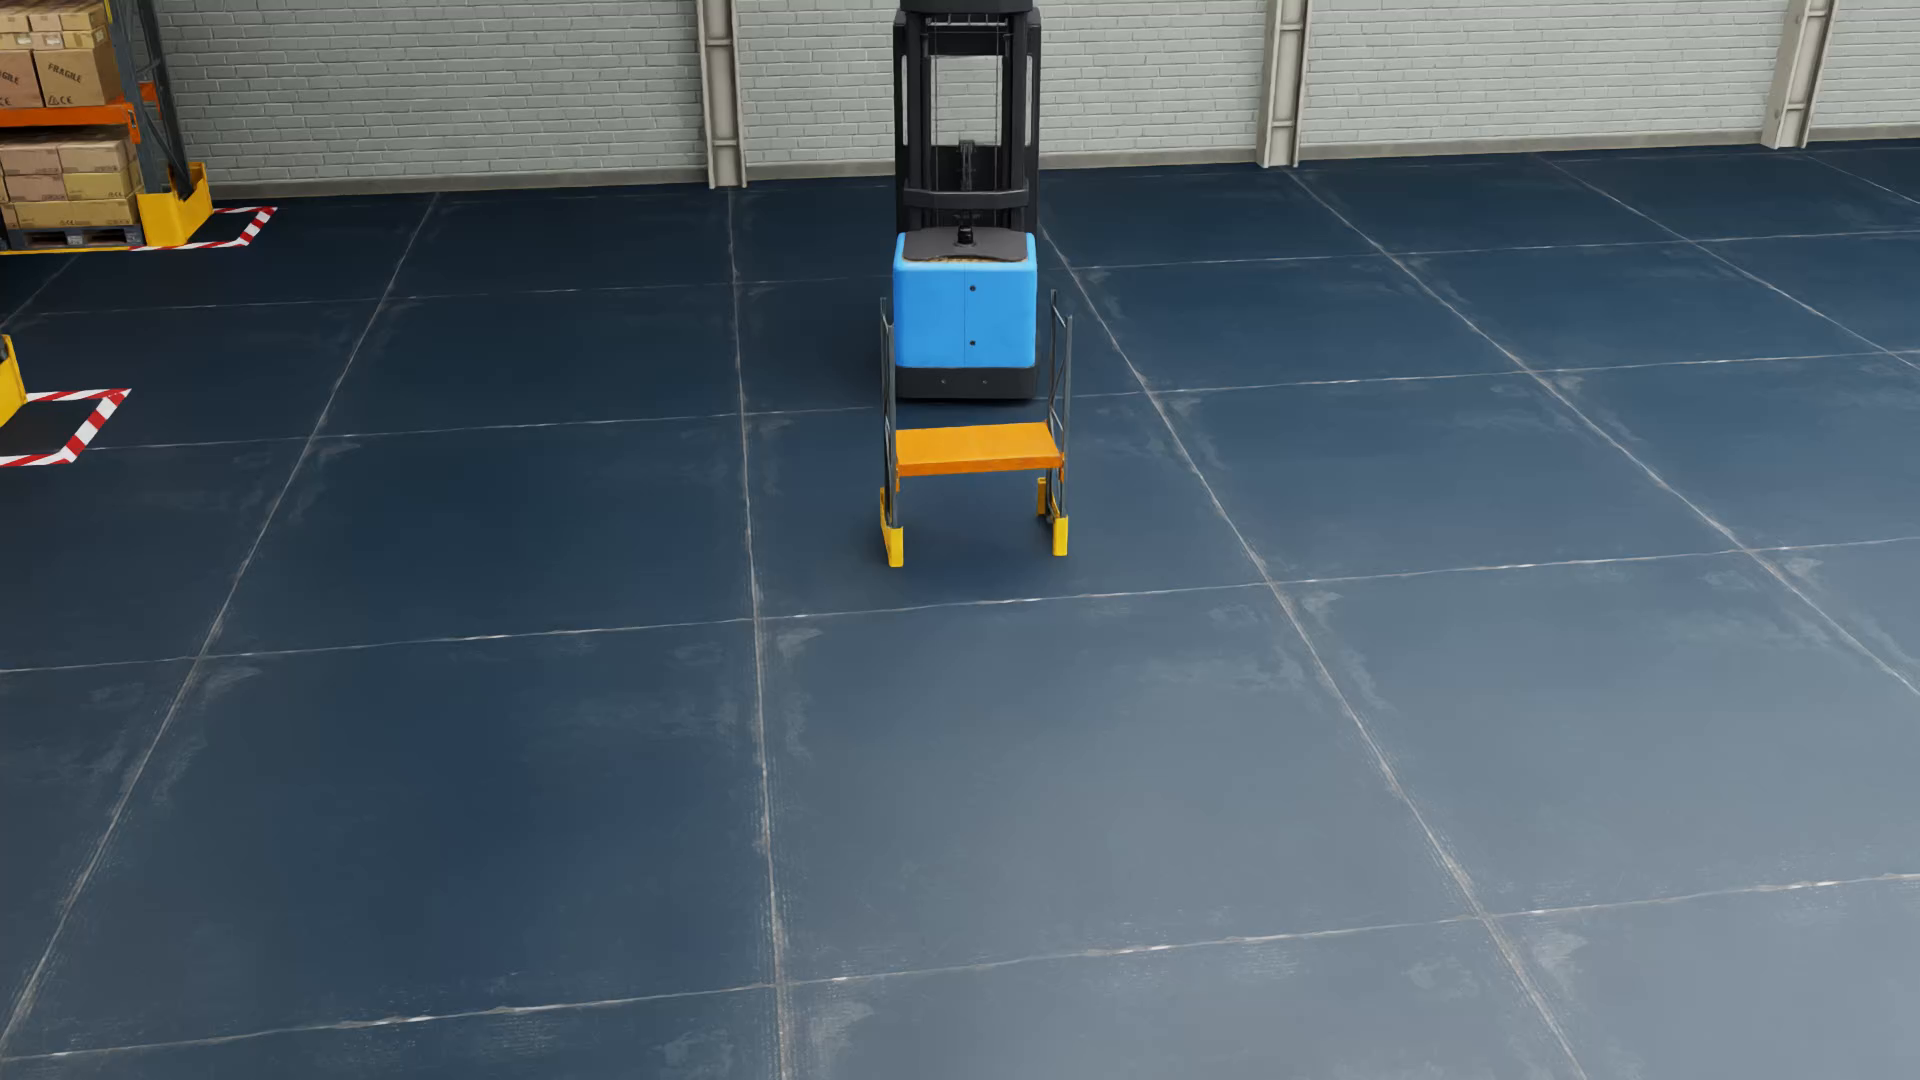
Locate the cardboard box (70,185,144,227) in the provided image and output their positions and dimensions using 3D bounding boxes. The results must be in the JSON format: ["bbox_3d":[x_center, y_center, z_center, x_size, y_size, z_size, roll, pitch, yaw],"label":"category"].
[{"bbox_3d":[-8.001,-3.145,15.646,0.500,0.250,0.500,-3,27,-7],"label":"cardboard box"}]

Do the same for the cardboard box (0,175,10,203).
[{"bbox_3d":[-9.025,-3.299,15.398,0.500,0.250,0.500,-4,27,-8],"label":"cardboard box"}]

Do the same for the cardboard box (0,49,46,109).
[{"bbox_3d":[-8.546,-4.220,15.080,0.500,0.500,0.500,-3,27,-5],"label":"cardboard box"}]

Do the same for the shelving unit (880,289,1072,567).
[{"bbox_3d":[0.075,-0.672,9.917,1.083,1.500,0.587,-4,27,-7],"label":"shelving unit"}]

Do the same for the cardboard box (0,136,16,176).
[{"bbox_3d":[-8.995,-3.521,15.283,0.500,0.250,0.500,-3,27,-6],"label":"cardboard box"}]

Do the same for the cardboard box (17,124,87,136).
[{"bbox_3d":[-8.576,-3.785,15.797,0.500,0.250,0.500,-4,27,-7],"label":"cardboard box"}]

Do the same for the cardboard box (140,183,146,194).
[{"bbox_3d":[-8.093,-3.375,16.094,0.500,0.250,0.500,-4,27,-7],"label":"cardboard box"}]

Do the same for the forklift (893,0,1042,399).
[{"bbox_3d":[0.056,-2.961,12.811,1.130,2.935,3.031,0,27,1],"label":"forklift"}]

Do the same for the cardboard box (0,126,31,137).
[{"bbox_3d":[-9.073,-3.758,15.744,0.500,0.250,0.500,-4,27,-7],"label":"cardboard box"}]

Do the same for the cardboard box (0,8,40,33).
[{"bbox_3d":[-8.400,-4.643,14.868,0.250,0.149,0.380,-3,27,-6],"label":"cardboard box"}]

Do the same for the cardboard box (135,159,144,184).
[{"bbox_3d":[-8.074,-3.605,15.993,0.500,0.250,0.500,-3,27,-6],"label":"cardboard box"}]

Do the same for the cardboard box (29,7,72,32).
[{"bbox_3d":[-8.145,-4.672,14.924,0.250,0.149,0.380,-4,27,-7],"label":"cardboard box"}]

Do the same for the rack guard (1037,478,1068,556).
[{"bbox_3d":[0.569,-0.148,10.264,0.087,0.250,0.587,-4,27,-7],"label":"rack guard"}]

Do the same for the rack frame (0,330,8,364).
[{"bbox_3d":[-6.885,-2.111,11.078,0.127,3.000,1.000,-4,27,-7],"label":"rack frame"}]

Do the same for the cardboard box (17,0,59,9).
[{"bbox_3d":[-8.465,-4.871,15.311,0.250,0.149,0.380,-3,27,-6],"label":"cardboard box"}]

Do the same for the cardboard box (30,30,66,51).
[{"bbox_3d":[-8.133,-4.509,14.932,0.250,0.149,0.380,-3,27,-6],"label":"cardboard box"}]

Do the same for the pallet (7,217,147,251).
[{"bbox_3d":[-8.331,-3.046,15.956,1.213,0.211,1.003,-4,27,-7],"label":"pallet"}]

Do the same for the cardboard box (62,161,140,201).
[{"bbox_3d":[-8.018,-3.368,15.533,0.500,0.250,0.500,-4,27,-8],"label":"cardboard box"}]

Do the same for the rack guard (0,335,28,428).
[{"bbox_3d":[-6.960,-0.994,11.640,0.348,0.500,1.175,-4,27,-7],"label":"rack guard"}]

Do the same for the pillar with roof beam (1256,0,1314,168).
[{"bbox_3d":[4.088,-6.204,12.484,0.400,9.000,9.100,-4,27,-7],"label":"pillar with roof beam"}]

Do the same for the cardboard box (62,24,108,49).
[{"bbox_3d":[-7.884,-4.539,14.990,0.250,0.149,0.380,-3,27,-6],"label":"cardboard box"}]

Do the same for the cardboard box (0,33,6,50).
[{"bbox_3d":[-8.645,-4.510,14.934,0.250,0.149,0.380,-4,27,-7],"label":"cardboard box"}]

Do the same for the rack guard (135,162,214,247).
[{"bbox_3d":[-7.556,-3.244,16.025,0.348,0.500,1.175,-4,27,-7],"label":"rack guard"}]

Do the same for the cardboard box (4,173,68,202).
[{"bbox_3d":[-8.516,-3.341,15.480,0.500,0.250,0.500,-4,27,-8],"label":"cardboard box"}]

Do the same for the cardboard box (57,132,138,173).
[{"bbox_3d":[-7.992,-3.593,15.423,0.500,0.250,0.500,-3,27,-5],"label":"cardboard box"}]

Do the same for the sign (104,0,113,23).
[{"bbox_3d":[-7.518,-4.729,14.653,0.005,0.325,0.100,-4,27,-7],"label":"sign"}]

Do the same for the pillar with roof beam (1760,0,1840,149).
[{"bbox_3d":[10.029,-6.586,13.228,0.400,9.000,9.100,-4,27,-7],"label":"pillar with roof beam"}]

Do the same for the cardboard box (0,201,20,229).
[{"bbox_3d":[-8.991,-3.090,15.539,0.500,0.250,0.500,-3,27,-7],"label":"cardboard box"}]

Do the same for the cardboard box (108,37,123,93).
[{"bbox_3d":[-8.109,-4.493,15.612,0.500,0.500,0.500,-3,27,-5],"label":"cardboard box"}]

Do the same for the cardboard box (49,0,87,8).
[{"bbox_3d":[-8.214,-4.907,15.381,0.250,0.149,0.380,-3,27,-5],"label":"cardboard box"}]

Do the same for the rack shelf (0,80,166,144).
[{"bbox_3d":[-9.560,-3.907,15.367,4.000,0.370,1.077,-4,27,-7],"label":"rack shelf"}]

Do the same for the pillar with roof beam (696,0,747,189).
[{"bbox_3d":[-1.854,-5.822,11.740,0.400,9.000,9.100,-4,27,-7],"label":"pillar with roof beam"}]

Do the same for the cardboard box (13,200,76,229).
[{"bbox_3d":[-8.495,-3.118,15.593,0.500,0.250,0.500,-4,27,-7],"label":"cardboard box"}]

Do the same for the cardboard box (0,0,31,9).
[{"bbox_3d":[-8.713,-4.862,15.293,0.250,0.149,0.380,-4,27,-7],"label":"cardboard box"}]

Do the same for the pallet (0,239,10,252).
[{"bbox_3d":[-9.537,-2.970,15.808,1.213,0.211,1.003,-4,27,-7],"label":"pallet"}]

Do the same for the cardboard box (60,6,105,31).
[{"bbox_3d":[-7.905,-4.702,14.982,0.250,0.149,0.380,-4,27,-7],"label":"cardboard box"}]

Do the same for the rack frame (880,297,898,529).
[{"bbox_3d":[-0.419,-0.640,9.855,0.032,1.500,0.500,-4,27,-7],"label":"rack frame"}]

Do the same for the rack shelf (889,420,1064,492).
[{"bbox_3d":[0.084,-0.513,10.000,1.000,0.185,0.538,-4,27,-7],"label":"rack shelf"}]

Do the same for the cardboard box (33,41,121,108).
[{"bbox_3d":[-8.030,-4.249,15.136,0.500,0.500,0.500,-4,27,-8],"label":"cardboard box"}]

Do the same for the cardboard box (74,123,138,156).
[{"bbox_3d":[-8.082,-3.818,15.862,0.500,0.250,0.500,-4,27,-8],"label":"cardboard box"}]

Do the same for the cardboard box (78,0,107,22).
[{"bbox_3d":[-7.942,-4.895,15.359,0.250,0.149,0.380,-4,27,-8],"label":"cardboard box"}]

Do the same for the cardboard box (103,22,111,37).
[{"bbox_3d":[-7.952,-4.783,15.467,0.250,0.149,0.380,-4,27,-8],"label":"cardboard box"}]

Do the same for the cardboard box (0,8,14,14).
[{"bbox_3d":[-8.657,-4.661,14.903,0.250,0.149,0.380,-4,27,-7],"label":"cardboard box"}]

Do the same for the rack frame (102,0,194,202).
[{"bbox_3d":[-7.580,-4.355,15.451,0.127,3.000,1.000,-4,27,-7],"label":"rack frame"}]

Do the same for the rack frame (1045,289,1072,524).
[{"bbox_3d":[0.588,-0.705,9.981,0.032,1.500,0.500,-4,27,-7],"label":"rack frame"}]

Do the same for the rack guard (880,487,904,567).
[{"bbox_3d":[-0.418,-0.084,10.141,0.087,0.250,0.587,-4,27,-7],"label":"rack guard"}]

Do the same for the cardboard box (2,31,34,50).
[{"bbox_3d":[-8.398,-4.521,14.954,0.250,0.149,0.380,-3,27,-6],"label":"cardboard box"}]

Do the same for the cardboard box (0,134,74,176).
[{"bbox_3d":[-8.497,-3.558,15.354,0.500,0.250,0.500,-3,27,-6],"label":"cardboard box"}]
